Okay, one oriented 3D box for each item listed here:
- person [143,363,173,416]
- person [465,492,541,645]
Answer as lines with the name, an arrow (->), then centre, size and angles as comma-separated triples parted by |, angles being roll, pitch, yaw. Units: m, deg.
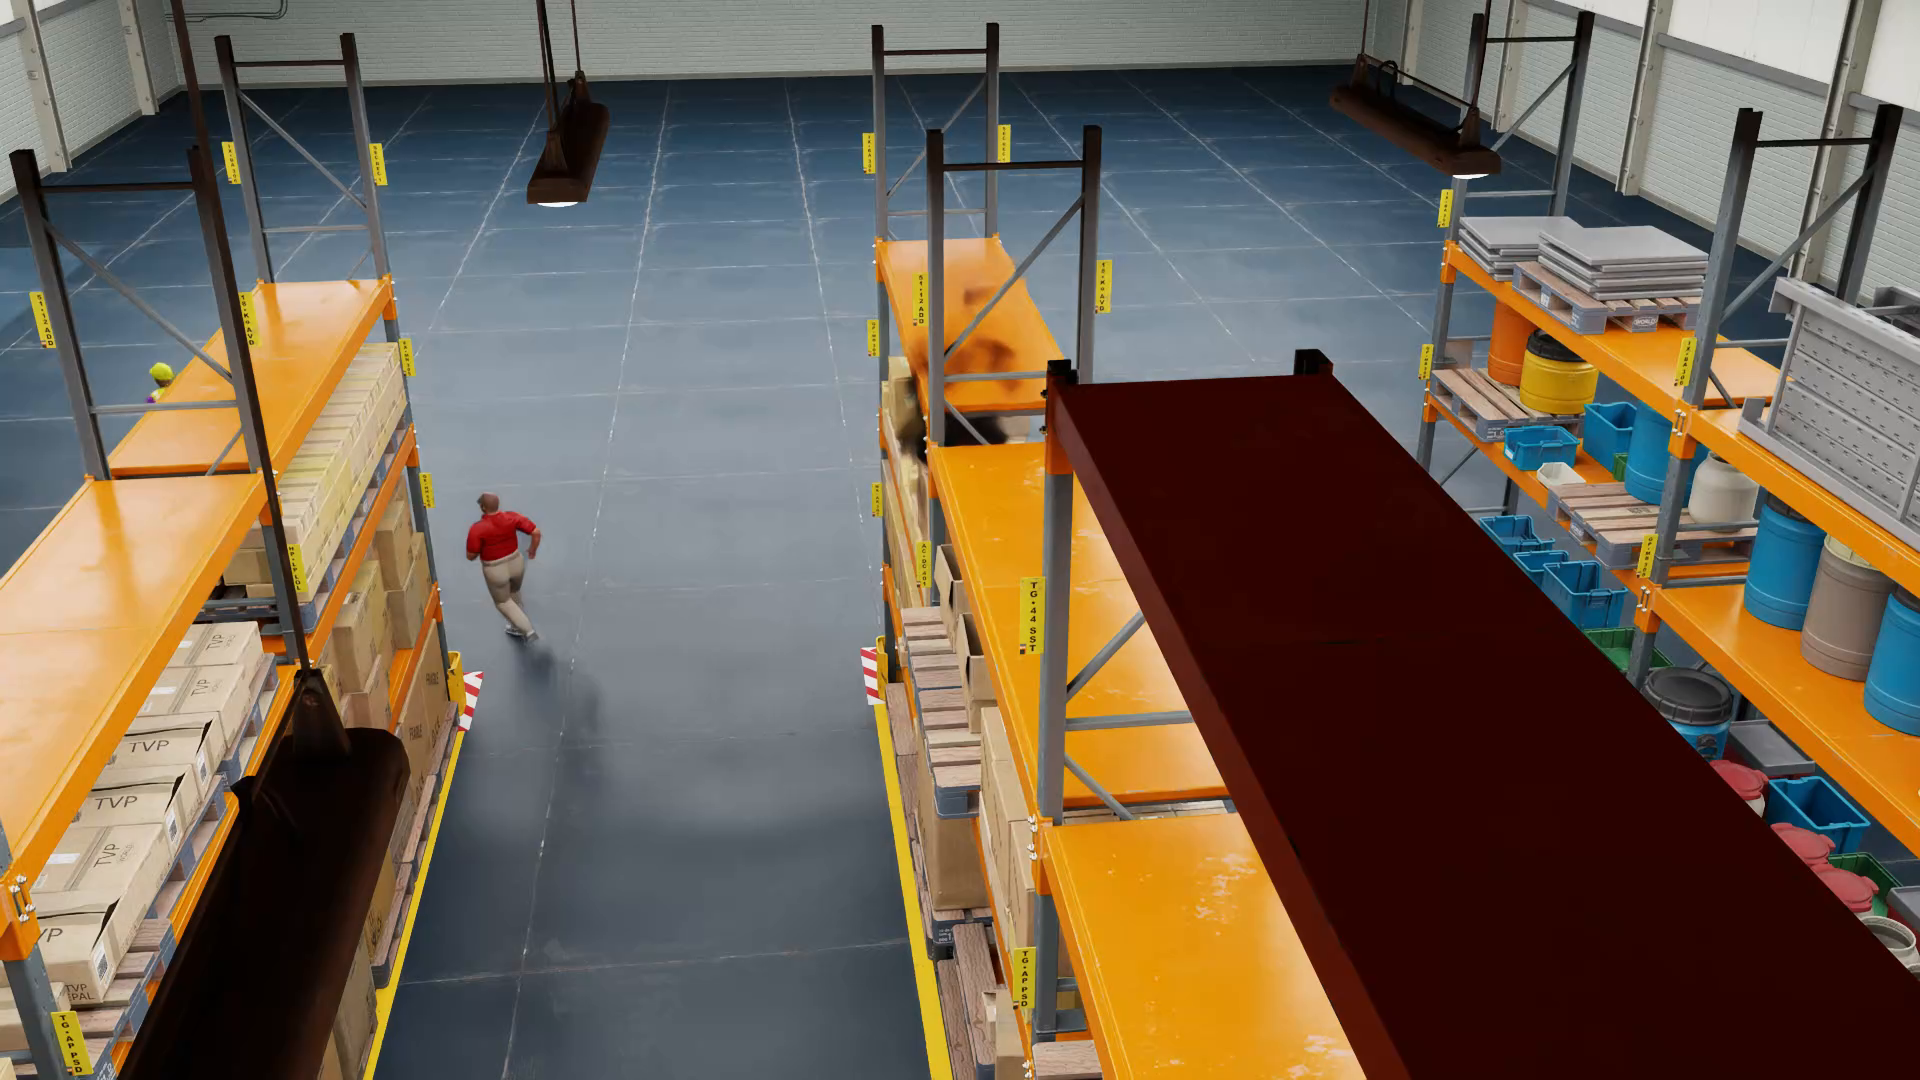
person -> -8.956, -1.211, 18.994 | 0.660, 1.741, 0.692 | 15, 29, 28
person -> -4.401, 0.290, 15.971 | 0.707, 1.708, 0.782 | -19, 32, -35
